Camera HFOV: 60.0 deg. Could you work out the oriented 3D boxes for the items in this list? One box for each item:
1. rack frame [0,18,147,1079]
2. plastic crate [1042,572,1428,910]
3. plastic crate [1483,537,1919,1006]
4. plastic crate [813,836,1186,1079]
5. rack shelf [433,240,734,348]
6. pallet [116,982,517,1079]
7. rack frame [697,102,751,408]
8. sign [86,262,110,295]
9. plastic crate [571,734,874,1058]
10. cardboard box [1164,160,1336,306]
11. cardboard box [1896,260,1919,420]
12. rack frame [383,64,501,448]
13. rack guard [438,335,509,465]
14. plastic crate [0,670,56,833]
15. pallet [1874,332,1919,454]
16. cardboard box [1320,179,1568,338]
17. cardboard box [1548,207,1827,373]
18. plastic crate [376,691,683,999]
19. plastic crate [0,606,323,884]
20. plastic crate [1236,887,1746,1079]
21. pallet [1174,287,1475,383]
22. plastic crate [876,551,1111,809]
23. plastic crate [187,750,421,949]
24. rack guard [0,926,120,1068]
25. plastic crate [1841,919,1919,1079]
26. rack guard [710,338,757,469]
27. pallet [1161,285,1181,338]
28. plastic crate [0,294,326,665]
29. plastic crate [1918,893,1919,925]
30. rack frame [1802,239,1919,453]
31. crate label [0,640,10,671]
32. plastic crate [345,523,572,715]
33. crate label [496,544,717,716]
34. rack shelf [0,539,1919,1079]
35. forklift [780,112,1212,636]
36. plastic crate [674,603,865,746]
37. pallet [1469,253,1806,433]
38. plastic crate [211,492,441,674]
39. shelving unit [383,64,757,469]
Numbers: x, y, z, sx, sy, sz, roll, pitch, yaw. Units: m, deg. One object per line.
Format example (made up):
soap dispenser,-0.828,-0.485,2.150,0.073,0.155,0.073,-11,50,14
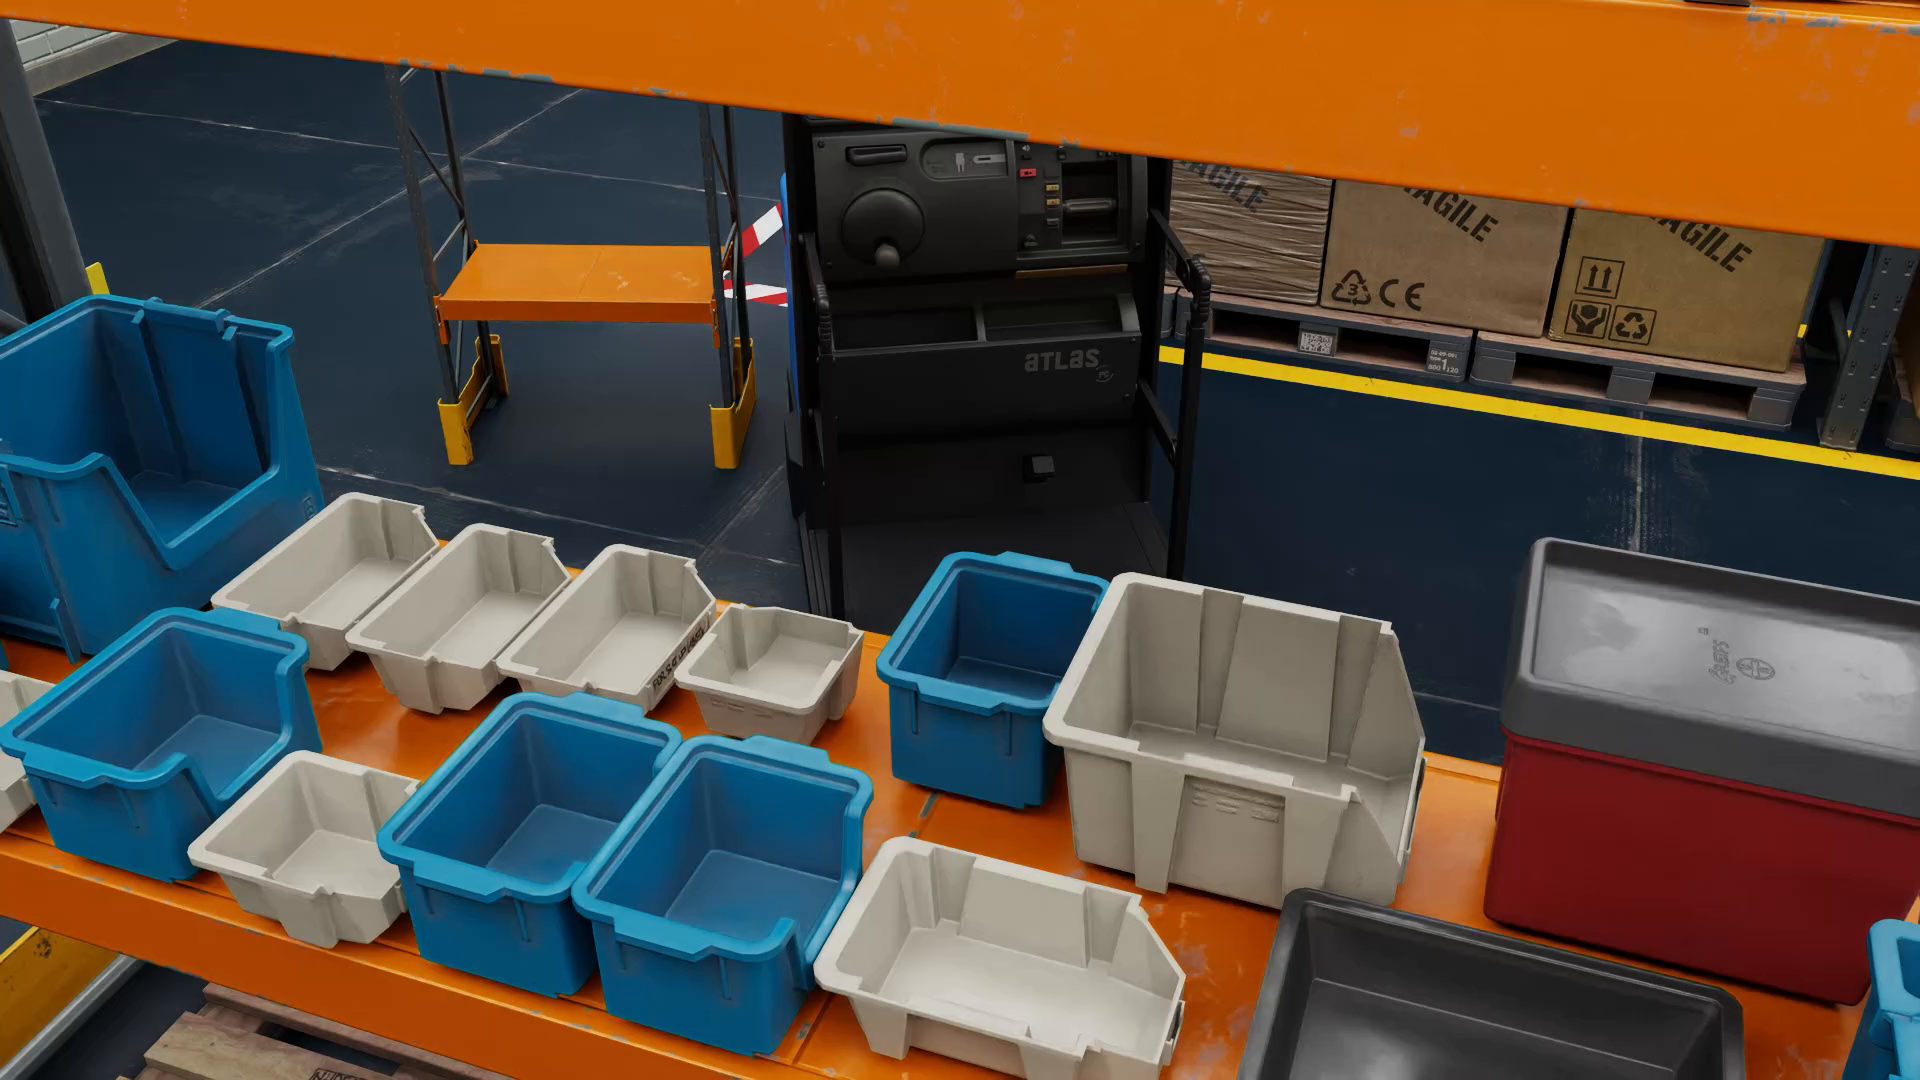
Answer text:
rack frame,-1.957,-0.057,3.073,0.127,3.000,1.000,11,34,16
plastic crate,0.433,0.326,2.534,0.530,0.282,0.437,11,34,16
plastic crate,1.052,0.331,2.357,0.583,0.464,0.402,11,34,16
plastic crate,0.067,0.595,2.251,0.466,0.136,0.293,11,34,16
rack shelf,-1.348,-0.909,6.107,1.000,0.185,0.538,1,33,1
pallet,-1.194,1.285,3.565,1.213,0.211,1.003,11,34,16
rack frame,-0.840,-1.053,5.998,0.032,1.500,0.500,1,33,1
sign,-1.787,-0.410,3.469,0.005,0.325,0.100,11,34,16
plastic crate,-0.314,0.497,2.314,0.300,0.233,0.416,11,34,16
cardboard box,1.200,-1.627,7.077,0.875,0.875,0.875,11,34,16
cardboard box,4.088,-1.031,6.153,0.875,0.875,1.225,11,34,17
rack frame,-1.856,-1.068,6.021,0.032,1.500,0.500,1,33,1
rack guard,-1.855,-0.543,6.360,0.087,0.250,0.587,1,33,1
plastic crate,-1.562,0.343,2.642,0.298,0.136,0.250,11,34,16
pallet,4.231,-0.580,6.454,1.213,0.211,1.003,11,34,16
cardboard box,2.037,-1.464,6.824,0.875,0.875,0.875,11,34,16
cardboard box,2.885,-1.300,6.569,0.875,0.875,0.875,11,34,16
plastic crate,-0.597,0.442,2.399,0.300,0.233,0.416,11,34,16
plastic crate,-1.216,0.322,2.585,0.300,0.233,0.416,11,34,16
plastic crate,0.664,0.698,2.103,0.590,0.125,0.437,11,34,16
pallet,1.637,-1.084,7.235,1.213,0.211,1.003,11,34,16
plastic crate,0.062,0.233,2.723,0.300,0.233,0.416,11,34,16
plastic crate,-0.924,0.467,2.449,0.298,0.136,0.250,11,34,16
rack guard,-1.984,0.995,3.748,0.348,0.500,1.175,11,34,16
plastic crate,1.253,0.745,1.790,0.575,0.384,0.392,11,34,16
rack guard,-0.860,-0.528,6.337,0.087,0.250,0.587,1,33,1
pallet,0.493,-1.308,7.582,1.213,0.211,1.003,11,34,16
plastic crate,-1.579,-0.131,3.100,0.499,0.435,0.616,11,34,16
plastic crate,1.418,0.602,2.240,0.243,0.136,0.396,11,34,16
rack frame,3.479,-1.854,5.857,0.127,3.000,1.000,11,34,16
crate label,-1.836,0.201,2.772,0.303,0.233,0.416,11,34,16
plastic crate,-0.861,0.146,2.947,0.243,0.136,0.396,11,34,16
crate label,-0.590,0.184,2.887,0.243,0.136,0.396,11,34,16
rack shelf,-0.075,0.611,2.701,4.000,0.370,1.077,11,34,16
forklift,0.097,-0.897,4.437,1.130,2.935,3.031,-5,33,-8
plastic crate,-0.305,0.229,2.818,0.250,0.136,0.298,11,34,16
pallet,2.790,-0.862,6.890,1.213,0.211,1.003,11,34,16
plastic crate,-1.129,0.085,3.040,0.243,0.136,0.396,11,34,16
shelving unit,-1.357,-1.060,6.010,1.083,1.500,0.587,1,33,1
